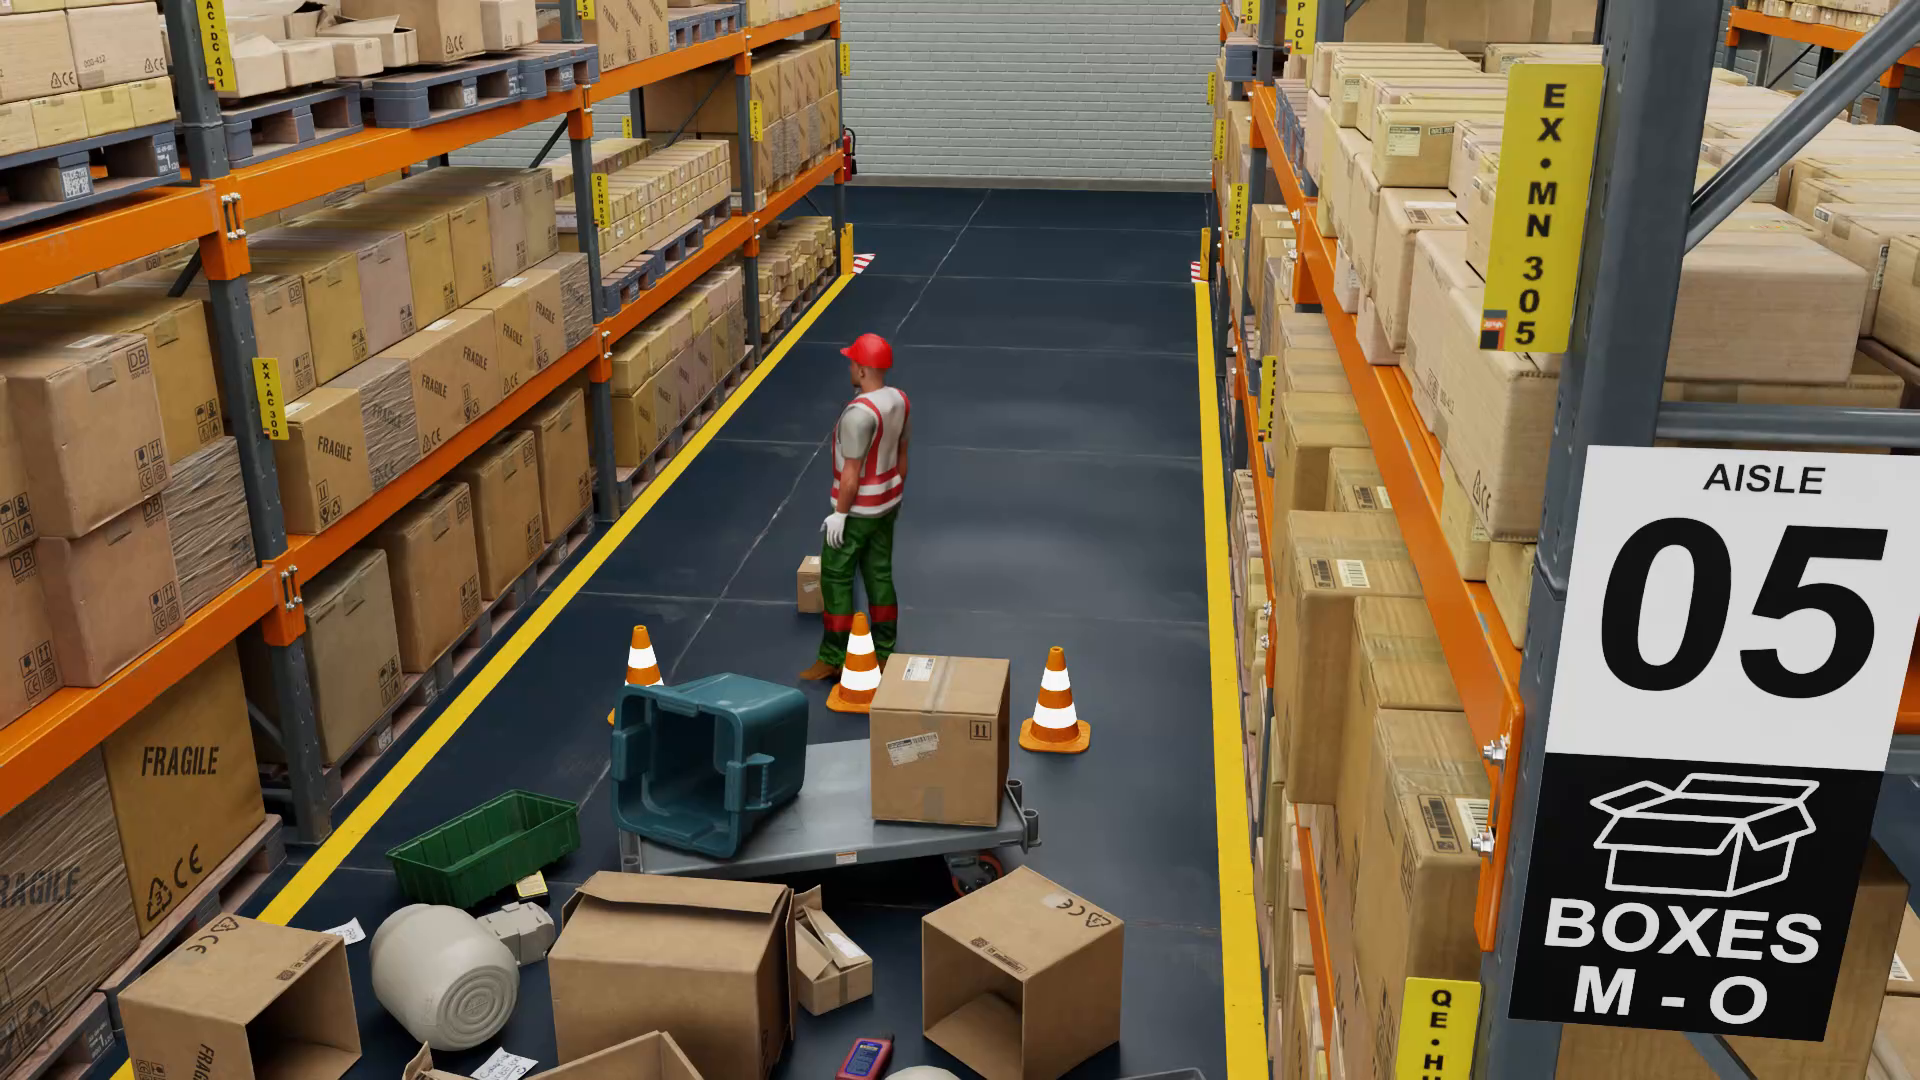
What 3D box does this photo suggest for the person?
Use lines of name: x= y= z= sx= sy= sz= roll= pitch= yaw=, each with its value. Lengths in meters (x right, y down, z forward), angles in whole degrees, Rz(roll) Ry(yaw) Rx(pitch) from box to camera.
person: x=-0.539 y=-0.156 z=8.499 sx=0.480 sy=1.838 sz=0.581 roll=11 pitch=24 yaw=26
